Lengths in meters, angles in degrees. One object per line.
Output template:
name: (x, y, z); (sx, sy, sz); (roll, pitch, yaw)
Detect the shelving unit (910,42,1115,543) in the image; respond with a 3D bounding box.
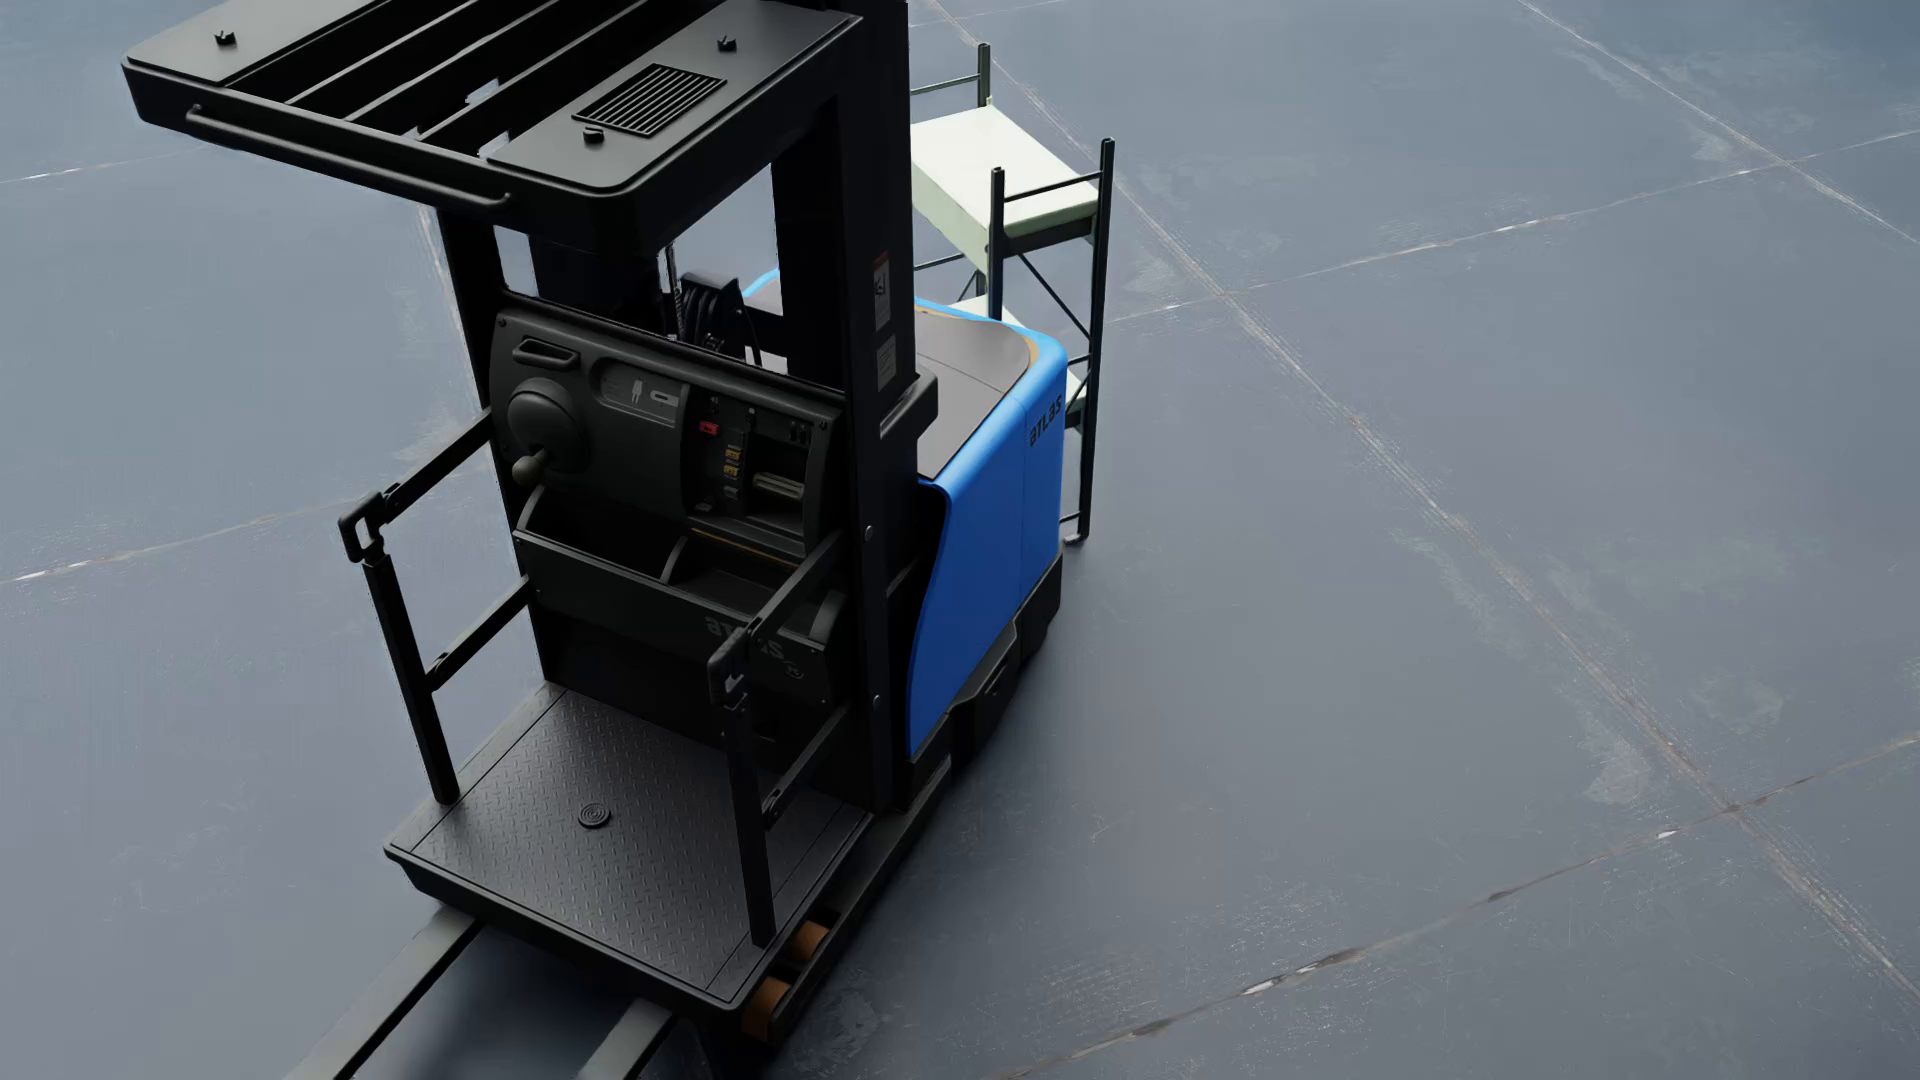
shelving unit: (0.091, -0.738, 5.458); (0.431, 1.500, 0.755); (-20, 44, -21)

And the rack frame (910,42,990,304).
rack frame: (-0.084, -0.947, 5.701); (0.400, 1.500, 0.023); (-20, 44, -21)

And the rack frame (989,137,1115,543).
rack frame: (0.266, -0.528, 5.214); (0.400, 1.500, 0.023); (-20, 44, -21)

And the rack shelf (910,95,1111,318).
rack shelf: (0.091, -1.034, 5.203); (0.431, 0.370, 0.720); (-20, 44, -21)

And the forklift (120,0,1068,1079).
forklift: (-0.797, -0.165, 3.694); (1.130, 2.935, 3.031); (19, 44, 20)

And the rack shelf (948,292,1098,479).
rack shelf: (0.091, -0.491, 5.670); (0.431, 0.370, 0.720); (-20, 44, -21)
